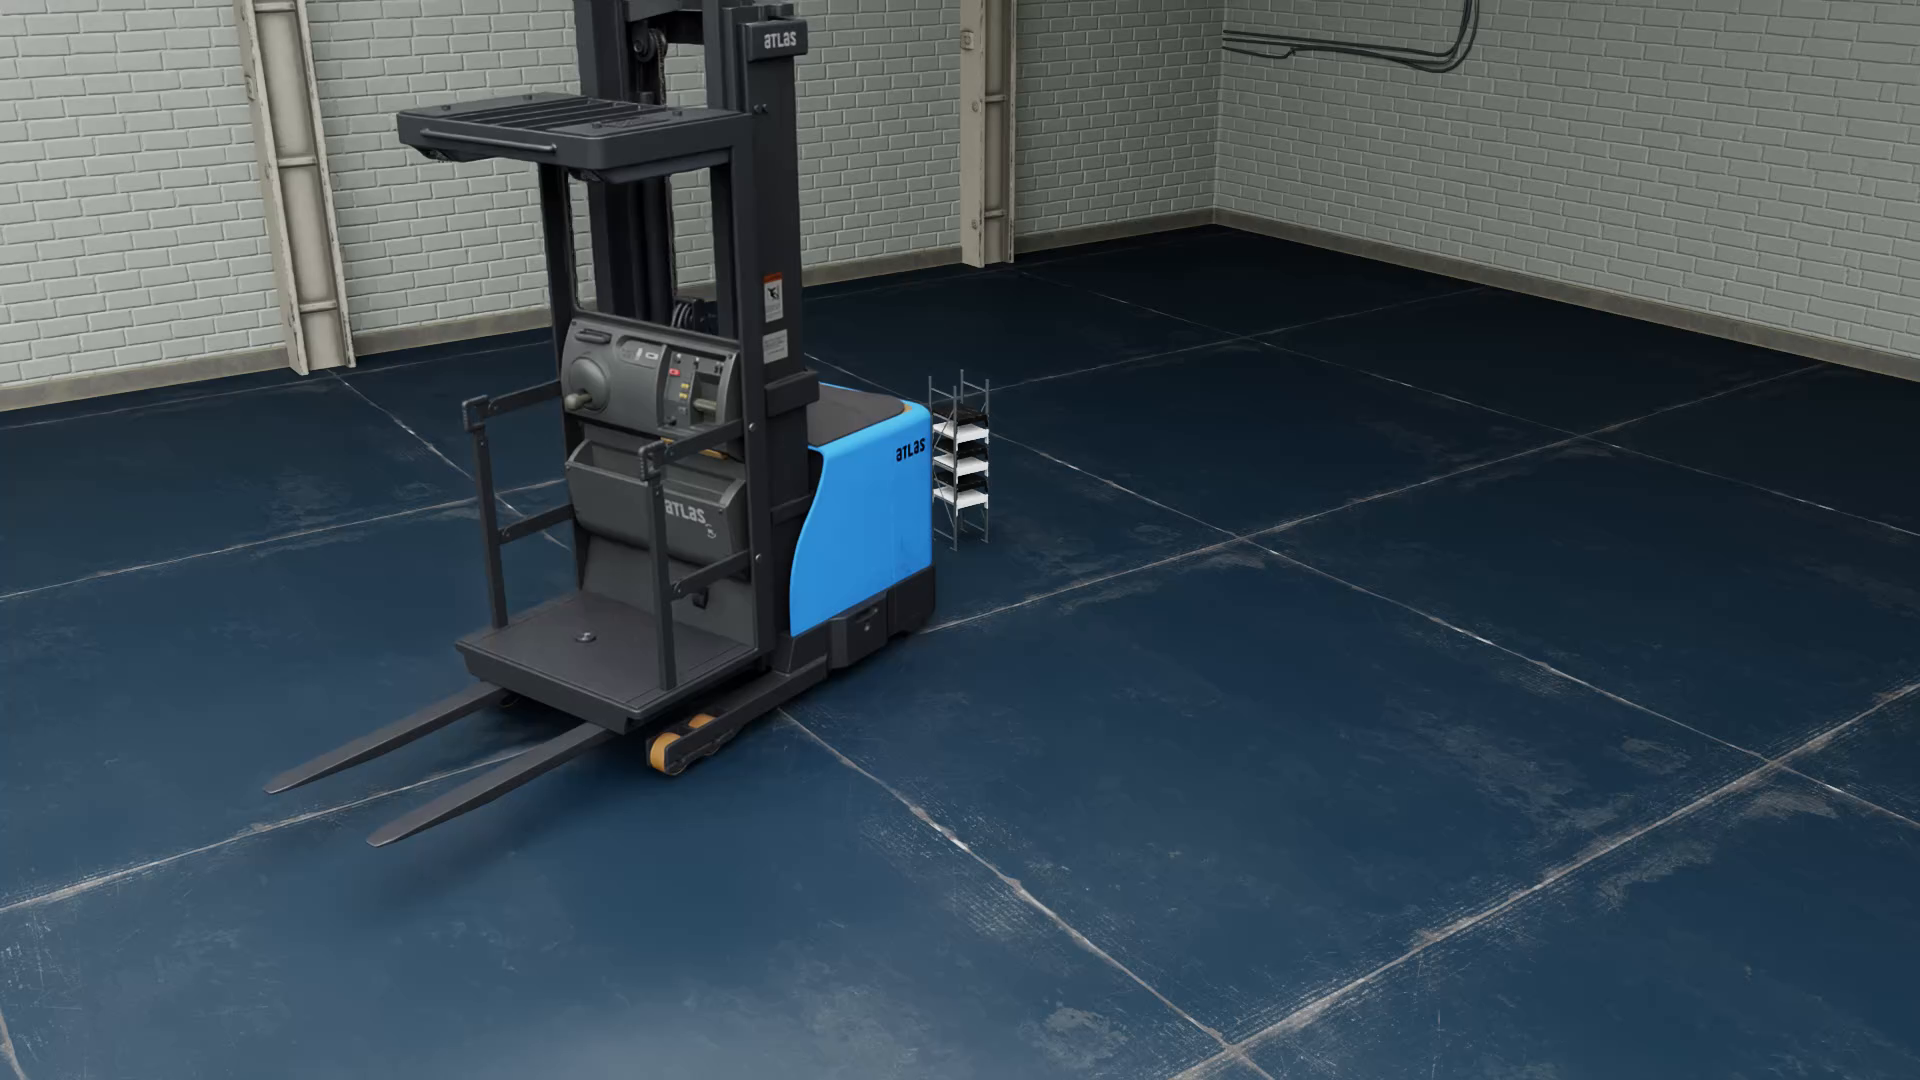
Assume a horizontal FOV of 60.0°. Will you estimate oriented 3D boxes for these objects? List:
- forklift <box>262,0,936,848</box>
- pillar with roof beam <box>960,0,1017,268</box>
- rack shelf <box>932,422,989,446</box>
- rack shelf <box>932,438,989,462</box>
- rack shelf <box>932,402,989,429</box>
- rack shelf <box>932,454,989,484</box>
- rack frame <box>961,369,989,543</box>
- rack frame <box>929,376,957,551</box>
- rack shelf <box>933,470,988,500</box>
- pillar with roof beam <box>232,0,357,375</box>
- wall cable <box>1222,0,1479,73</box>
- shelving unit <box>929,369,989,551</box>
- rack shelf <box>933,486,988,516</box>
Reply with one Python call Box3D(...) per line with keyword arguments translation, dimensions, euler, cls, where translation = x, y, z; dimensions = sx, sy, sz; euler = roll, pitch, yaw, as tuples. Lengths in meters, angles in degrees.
Box3D(translation=(-1.382, -0.635, 6.534), dimensions=(1.130, 2.935, 3.031), euler=(15, 26, 33), cls="forklift")
Box3D(translation=(2.765, -5.444, 10.398), dimensions=(0.400, 9.000, 9.100), euler=(-15, 26, -33), cls="pillar with roof beam")
Box3D(translation=(-0.007, -0.552, 8.671), dimensions=(0.200, 0.077, 0.258), euler=(-15, 26, -33), cls="rack shelf")
Box3D(translation=(-0.007, -0.469, 8.704), dimensions=(0.200, 0.077, 0.258), euler=(-15, 26, -33), cls="rack shelf")
Box3D(translation=(-0.007, -0.636, 8.637), dimensions=(0.200, 0.077, 0.258), euler=(-15, 26, -33), cls="rack shelf")
Box3D(translation=(-0.007, -0.385, 8.738), dimensions=(0.200, 0.077, 0.258), euler=(-15, 26, -33), cls="rack shelf")
Box3D(translation=(0.076, -0.438, 8.780), dimensions=(0.006, 0.900, 0.240), euler=(-15, 26, -33), cls="rack frame")
Box3D(translation=(-0.089, -0.394, 8.670), dimensions=(0.006, 0.900, 0.240), euler=(-15, 26, -33), cls="rack frame")
Box3D(translation=(-0.007, -0.302, 8.771), dimensions=(0.200, 0.077, 0.258), euler=(-15, 26, -33), cls="rack shelf")
Box3D(translation=(-2.105, -4.146, 7.144), dimensions=(0.400, 9.000, 9.100), euler=(-15, 26, -33), cls="pillar with roof beam")
Box3D(translation=(3.415, -5.537, 14.820), dimensions=(0.112, 2.526, 3.097), euler=(-15, 26, -33), cls="wall cable")
Box3D(translation=(-0.007, -0.416, 8.725), dimensions=(0.210, 0.900, 0.258), euler=(-15, 26, -33), cls="shelving unit")
Box3D(translation=(-0.007, -0.218, 8.804), dimensions=(0.200, 0.077, 0.258), euler=(-15, 26, -33), cls="rack shelf")
